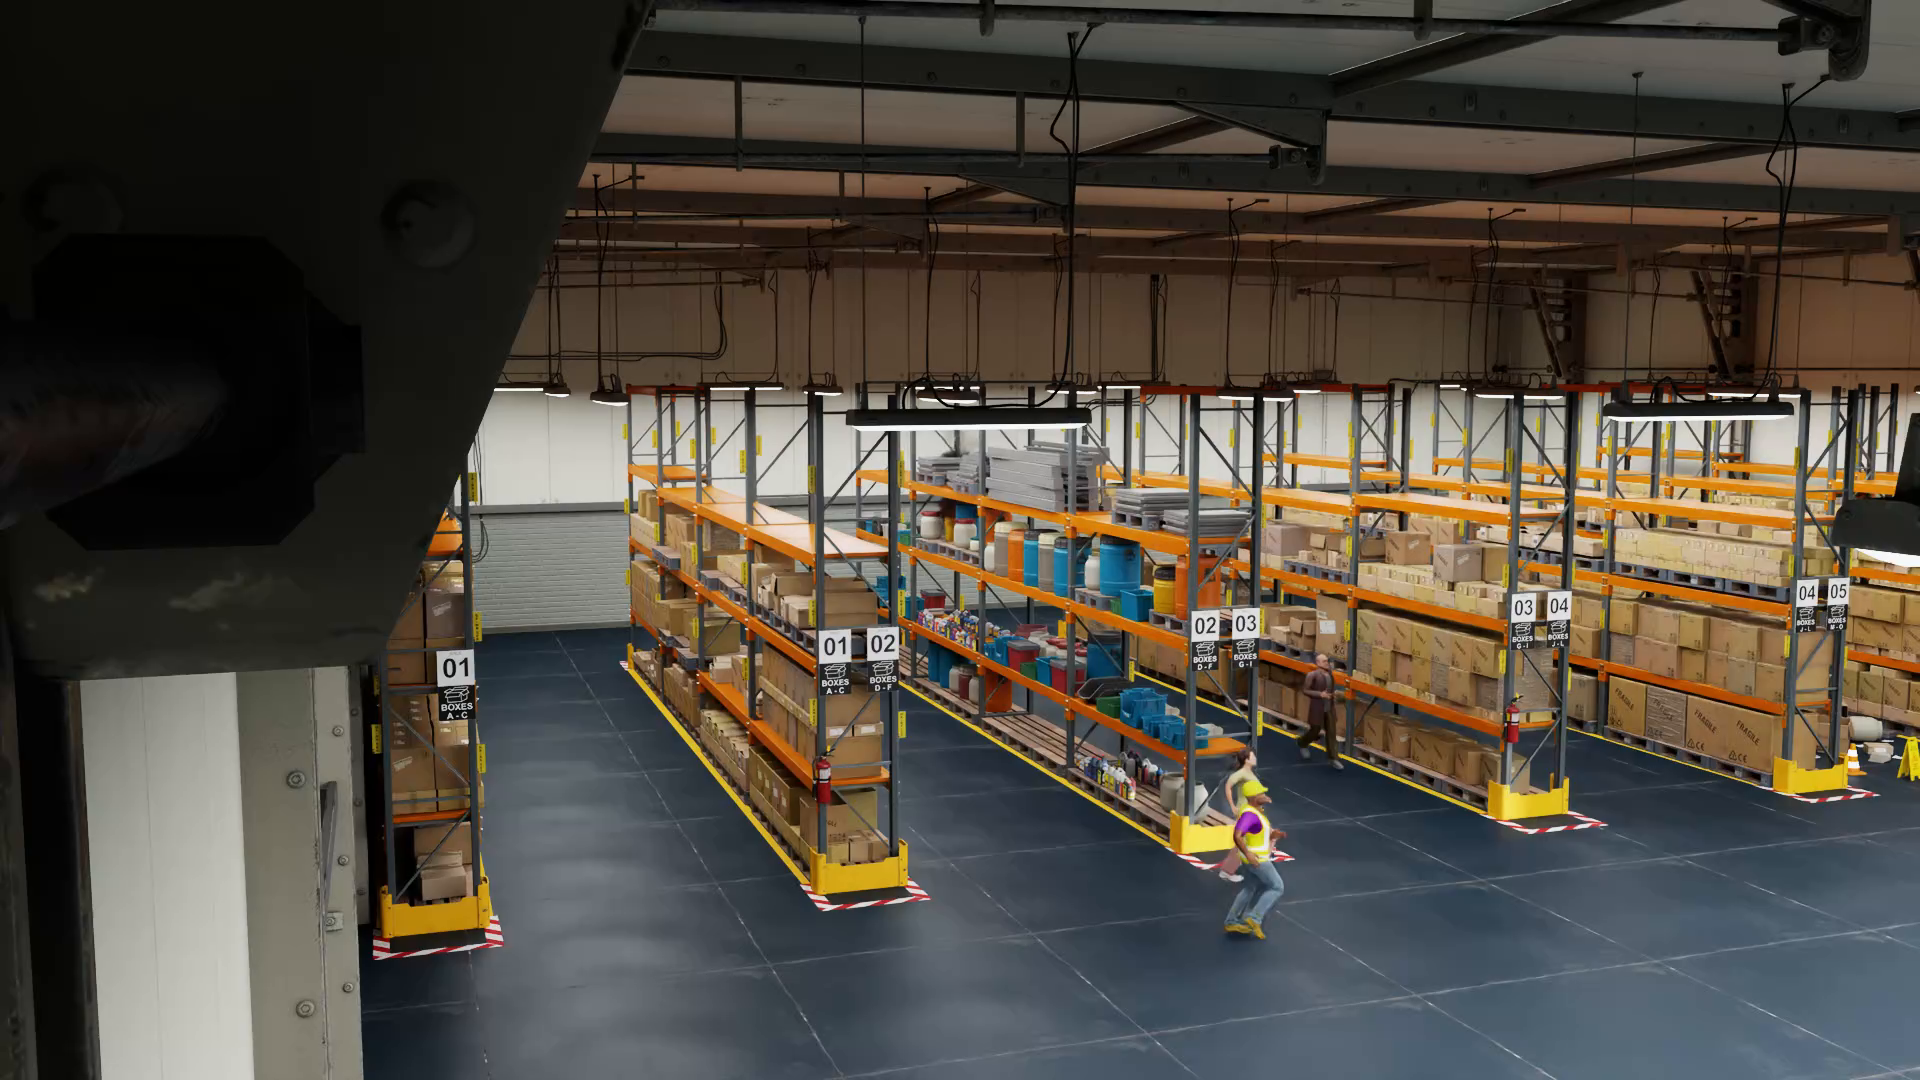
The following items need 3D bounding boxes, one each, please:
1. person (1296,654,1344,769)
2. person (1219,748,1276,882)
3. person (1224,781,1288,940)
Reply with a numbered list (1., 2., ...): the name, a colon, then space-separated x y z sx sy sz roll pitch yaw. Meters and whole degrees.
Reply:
1. person: 5.745 2.686 26.435 0.714 1.763 1.081 -3 7 -26
2. person: 3.561 3.384 20.532 0.690 1.636 0.574 1 6 11
3. person: 3.302 3.550 18.476 0.697 1.769 0.674 0 6 0
